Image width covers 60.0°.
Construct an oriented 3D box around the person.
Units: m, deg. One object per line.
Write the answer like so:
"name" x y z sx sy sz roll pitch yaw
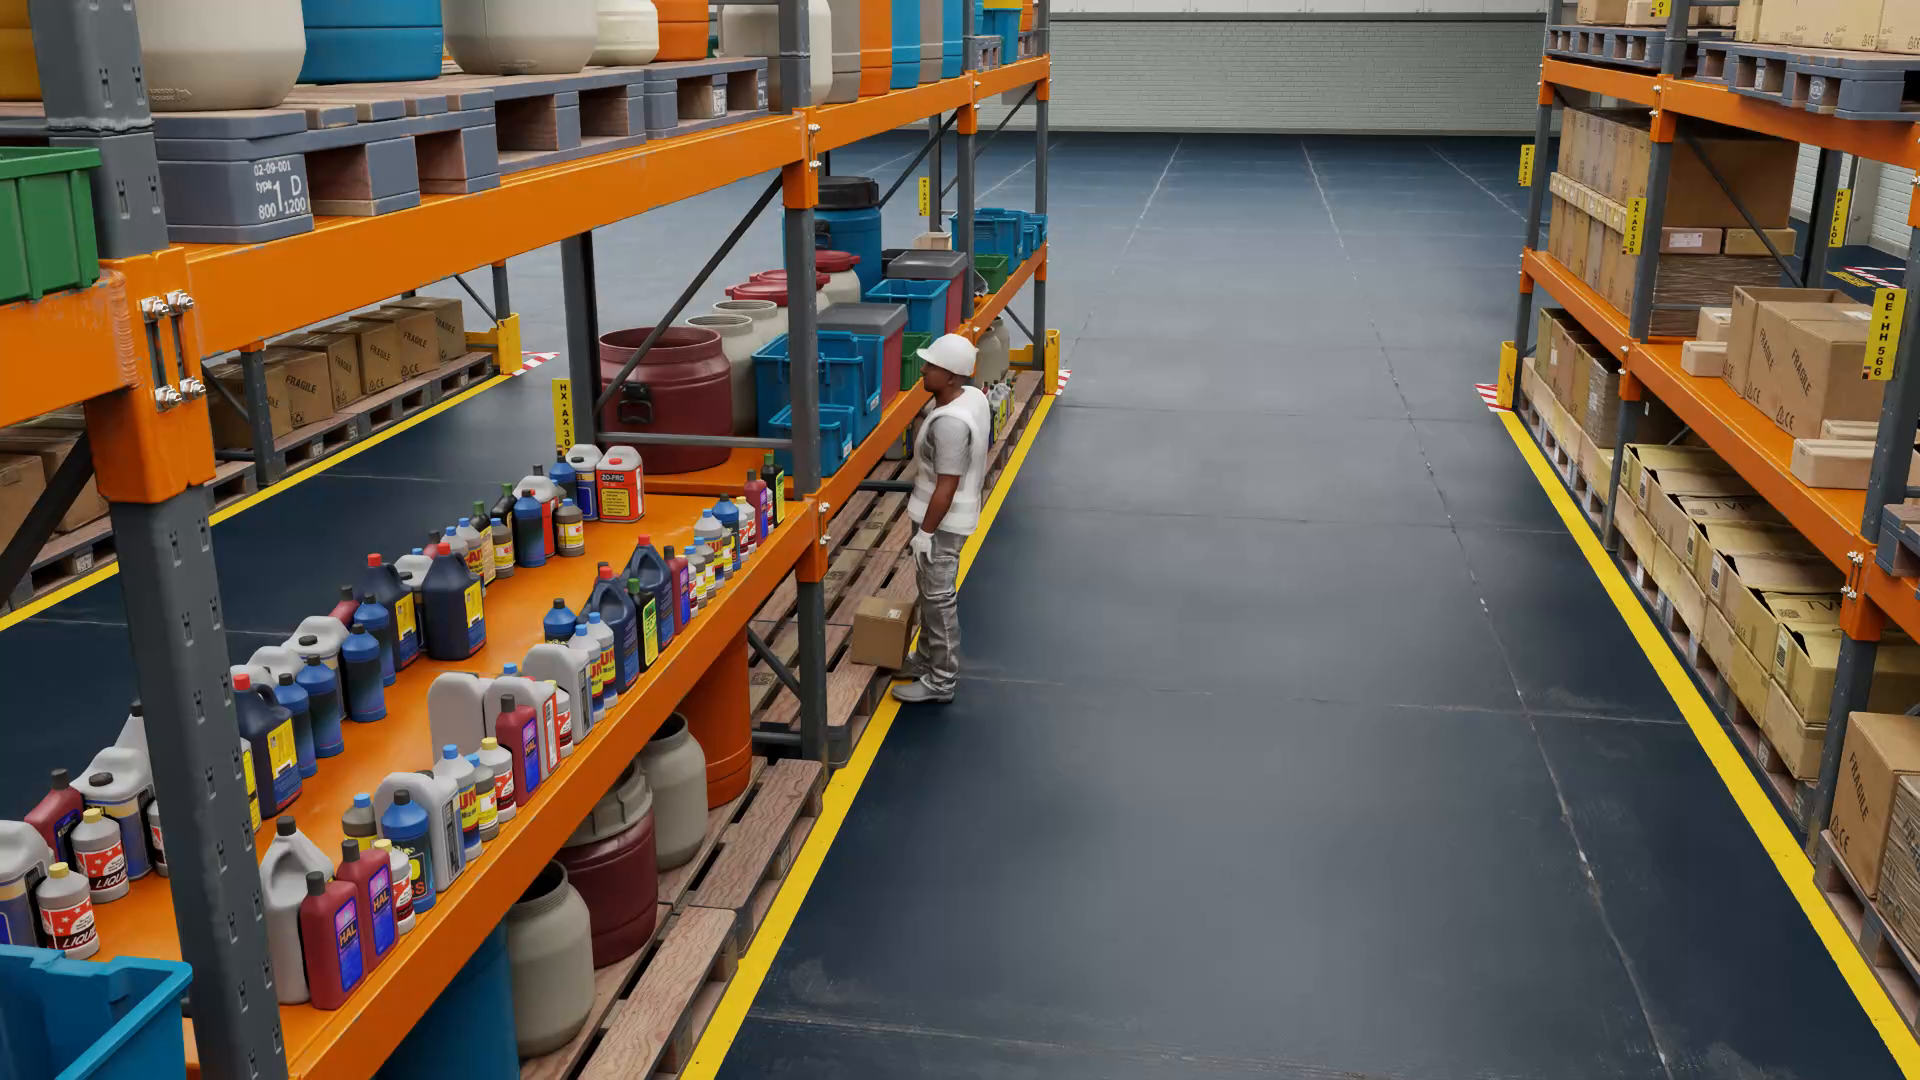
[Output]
"person" -0.158 -0.094 7.784 0.576 1.784 0.657 3 18 9
